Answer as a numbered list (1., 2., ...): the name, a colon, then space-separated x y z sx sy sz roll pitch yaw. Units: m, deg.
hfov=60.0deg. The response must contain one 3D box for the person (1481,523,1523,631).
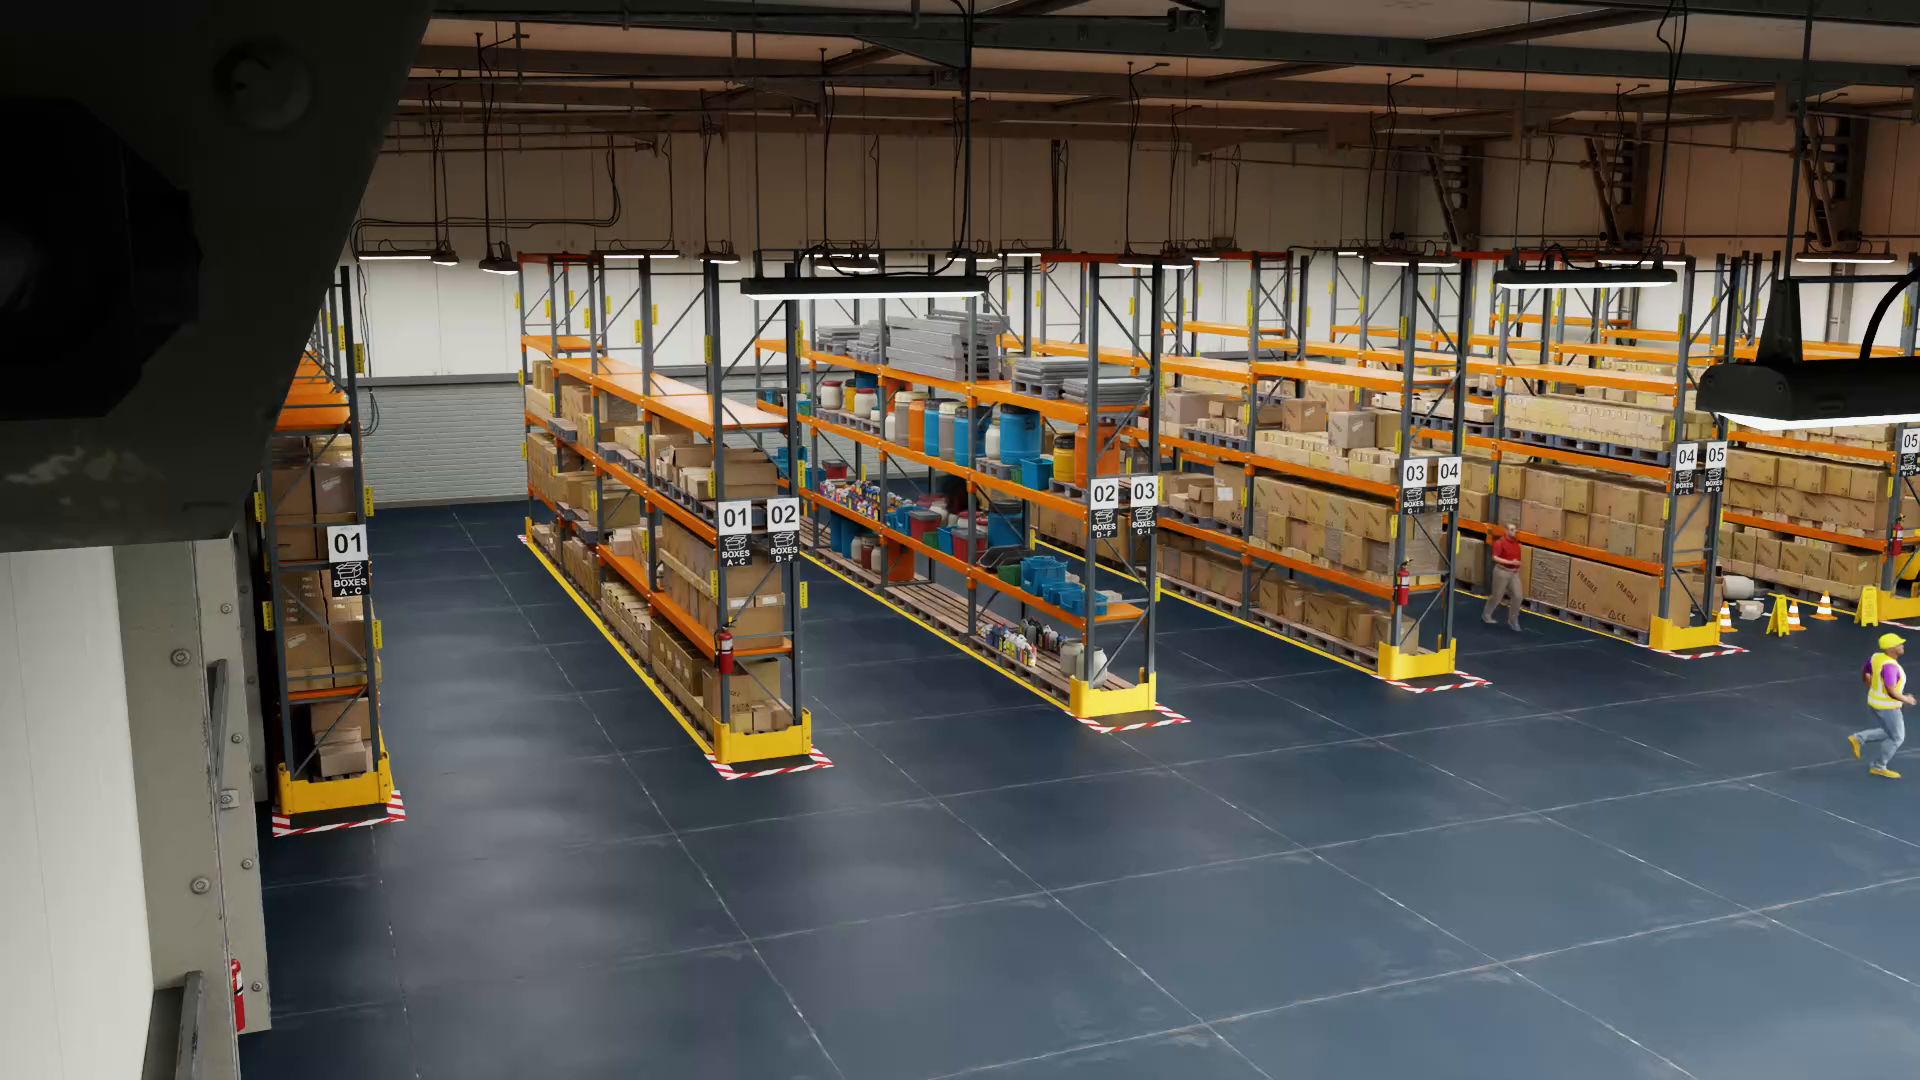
1. person: 8.877 0.613 27.029 0.683 1.821 0.783 -5 12 -26

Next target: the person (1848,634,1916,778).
1. person: 10.917 1.946 19.670 0.613 1.727 0.736 2 11 11

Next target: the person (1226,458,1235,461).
1. person: 5.740 -0.909 35.089 0.665 1.810 0.899 -4 11 -20
